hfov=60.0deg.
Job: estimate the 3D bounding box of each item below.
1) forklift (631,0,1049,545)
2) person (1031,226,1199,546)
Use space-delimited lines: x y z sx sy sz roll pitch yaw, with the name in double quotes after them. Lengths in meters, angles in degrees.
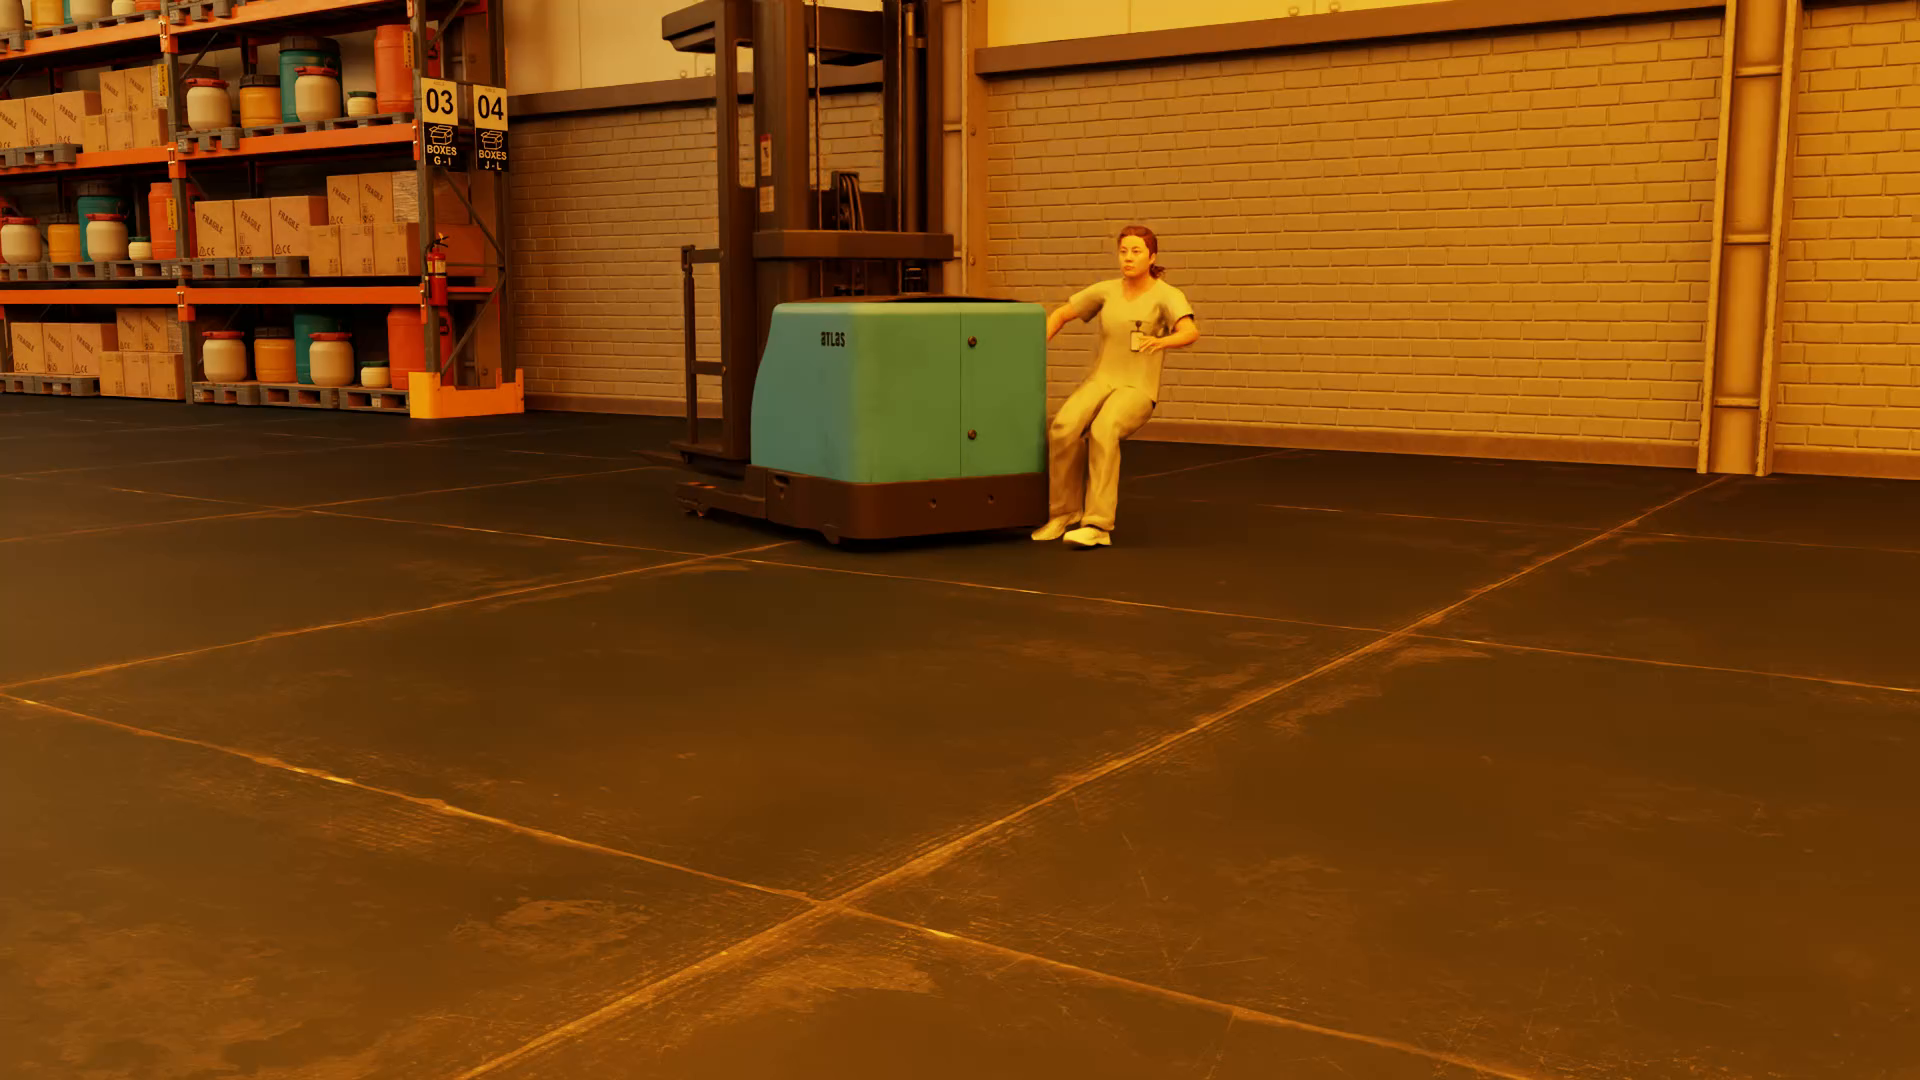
-0.810 -1.595 8.406 1.130 2.935 3.031 -5 10 -32 "forklift"
0.671 -0.701 7.522 0.773 1.438 0.830 3 9 22 "person"
